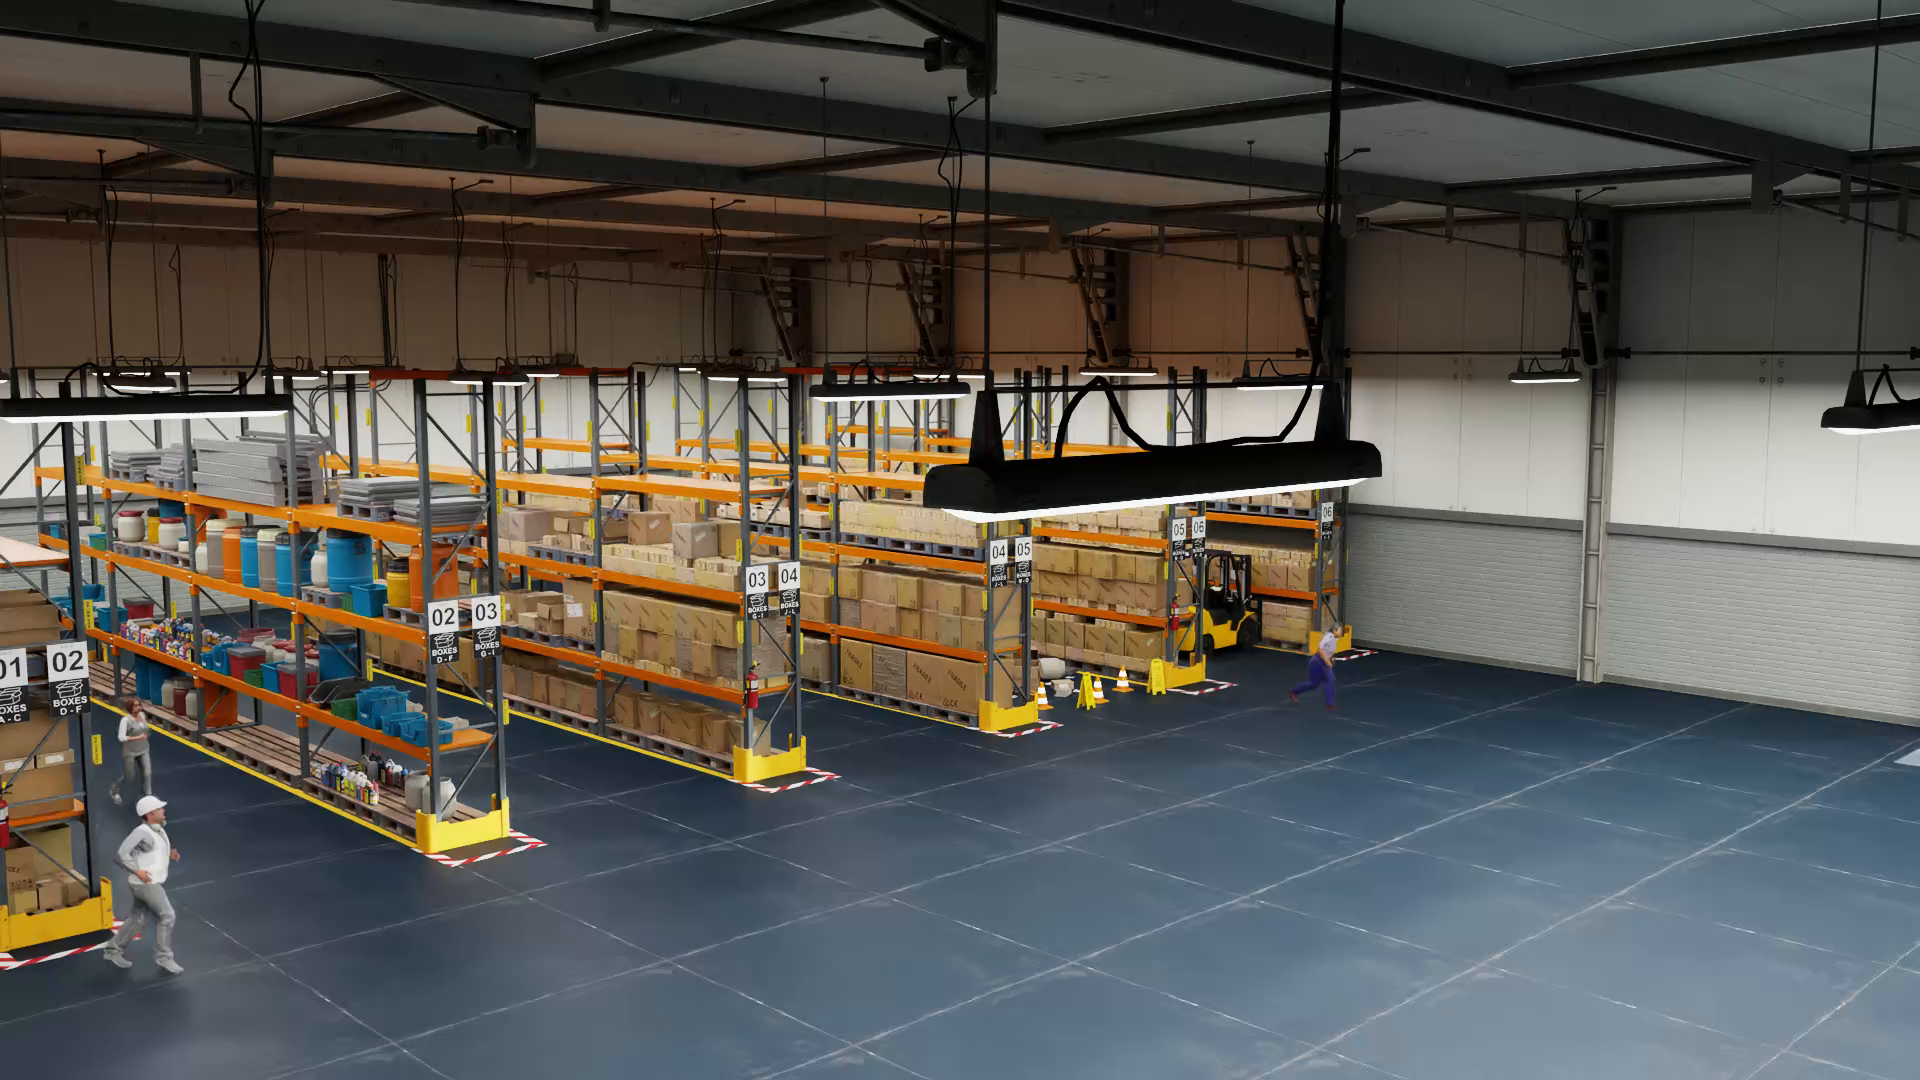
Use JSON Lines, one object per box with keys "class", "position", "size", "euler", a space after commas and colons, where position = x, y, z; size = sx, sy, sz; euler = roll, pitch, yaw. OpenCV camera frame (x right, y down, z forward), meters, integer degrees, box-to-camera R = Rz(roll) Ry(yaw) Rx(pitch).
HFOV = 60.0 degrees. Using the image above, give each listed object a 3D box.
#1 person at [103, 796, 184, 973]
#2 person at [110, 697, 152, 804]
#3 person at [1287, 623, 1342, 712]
{"class": "person", "position": [-8.413, 3.534, 17.096], "size": [0.770, 1.823, 0.651], "euler": [-2, 7, -17]}
{"class": "person", "position": [-11.372, 2.939, 22.875], "size": [0.881, 1.586, 0.537], "euler": [3, 7, 26]}
{"class": "person", "position": [6.300, 2.248, 29.510], "size": [0.956, 1.612, 0.631], "euler": [2, 7, 18]}
